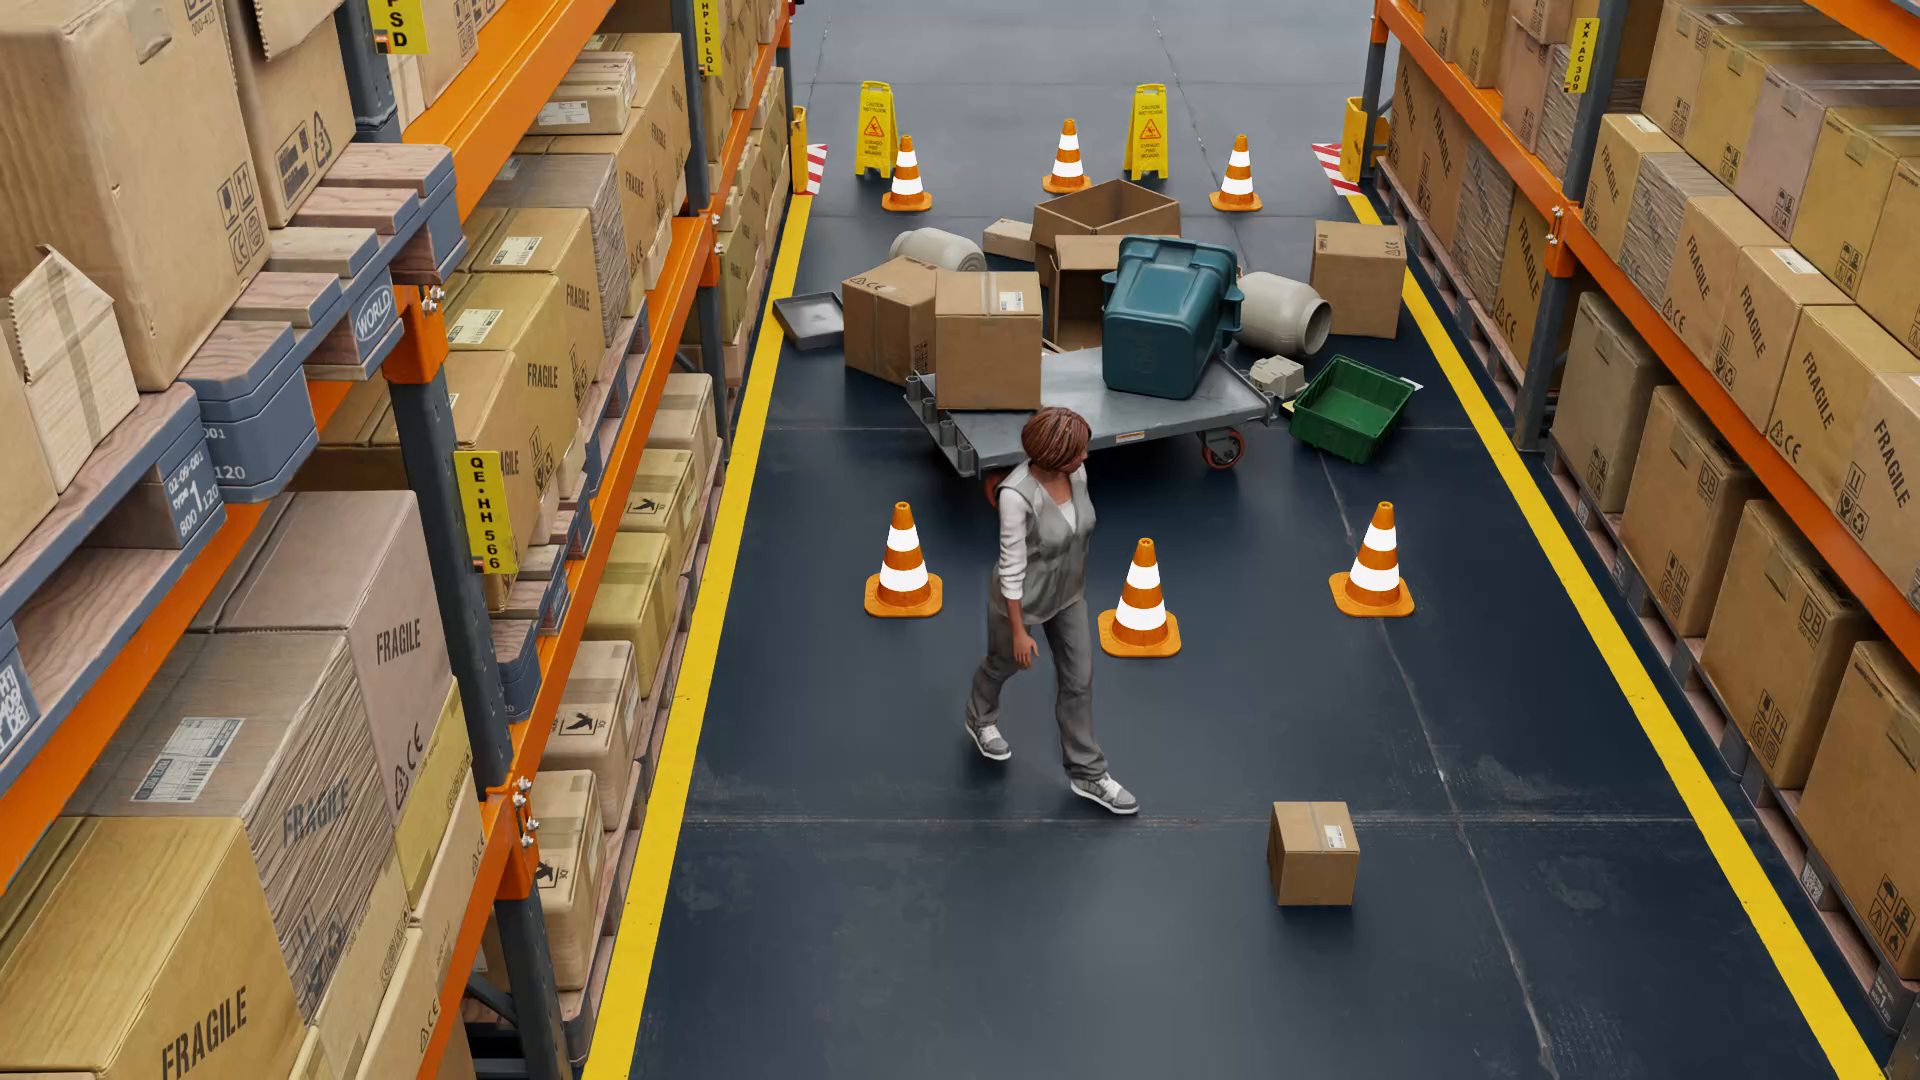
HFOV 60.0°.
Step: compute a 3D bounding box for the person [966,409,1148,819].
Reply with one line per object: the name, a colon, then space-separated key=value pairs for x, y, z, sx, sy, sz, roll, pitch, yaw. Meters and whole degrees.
person: x=0.299 y=0.228 z=5.762 sx=0.426 sy=1.559 sz=0.813 roll=-22 pitch=38 yaw=-31
